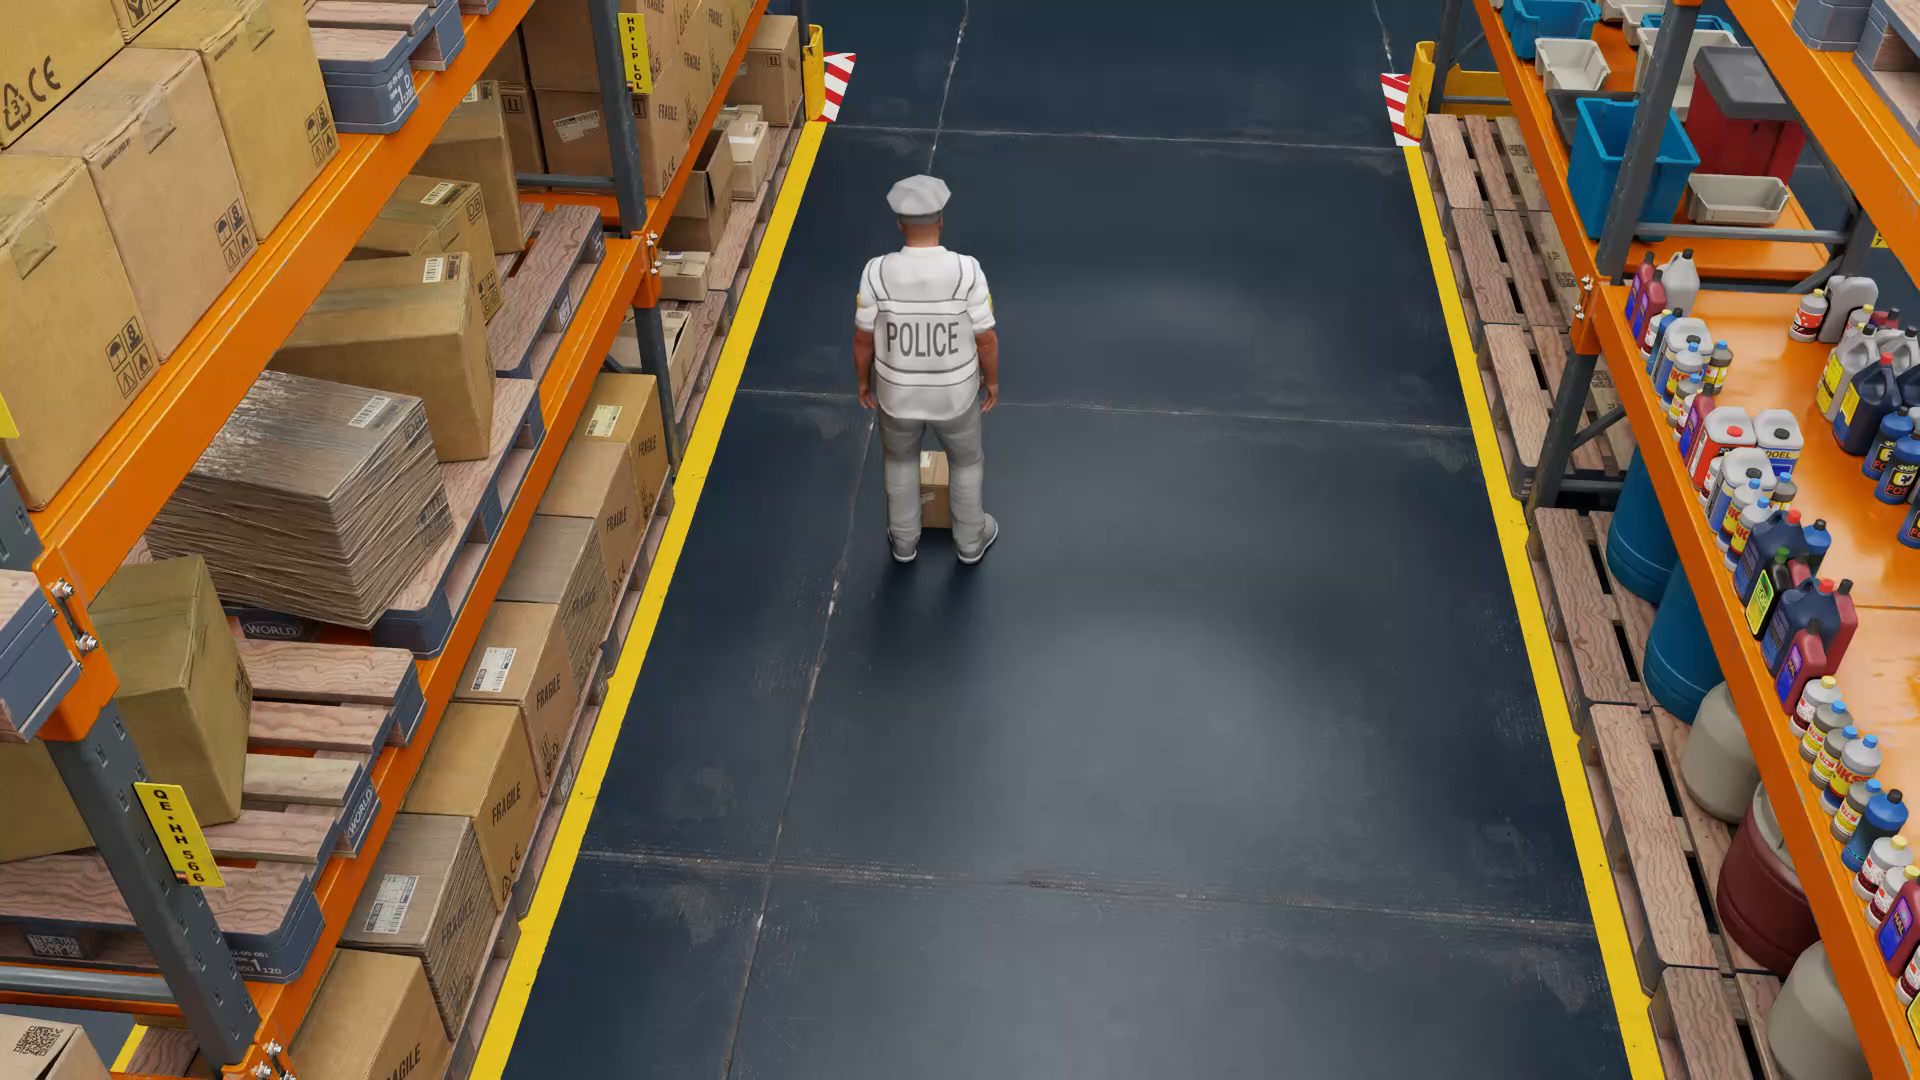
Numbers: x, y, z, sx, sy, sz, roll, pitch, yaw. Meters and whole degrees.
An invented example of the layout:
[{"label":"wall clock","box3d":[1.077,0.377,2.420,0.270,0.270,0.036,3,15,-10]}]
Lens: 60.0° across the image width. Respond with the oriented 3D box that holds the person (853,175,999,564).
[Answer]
[{"label":"person","box3d":[-0.134,-0.633,6.909,0.600,1.749,0.429,2,40,2]}]
